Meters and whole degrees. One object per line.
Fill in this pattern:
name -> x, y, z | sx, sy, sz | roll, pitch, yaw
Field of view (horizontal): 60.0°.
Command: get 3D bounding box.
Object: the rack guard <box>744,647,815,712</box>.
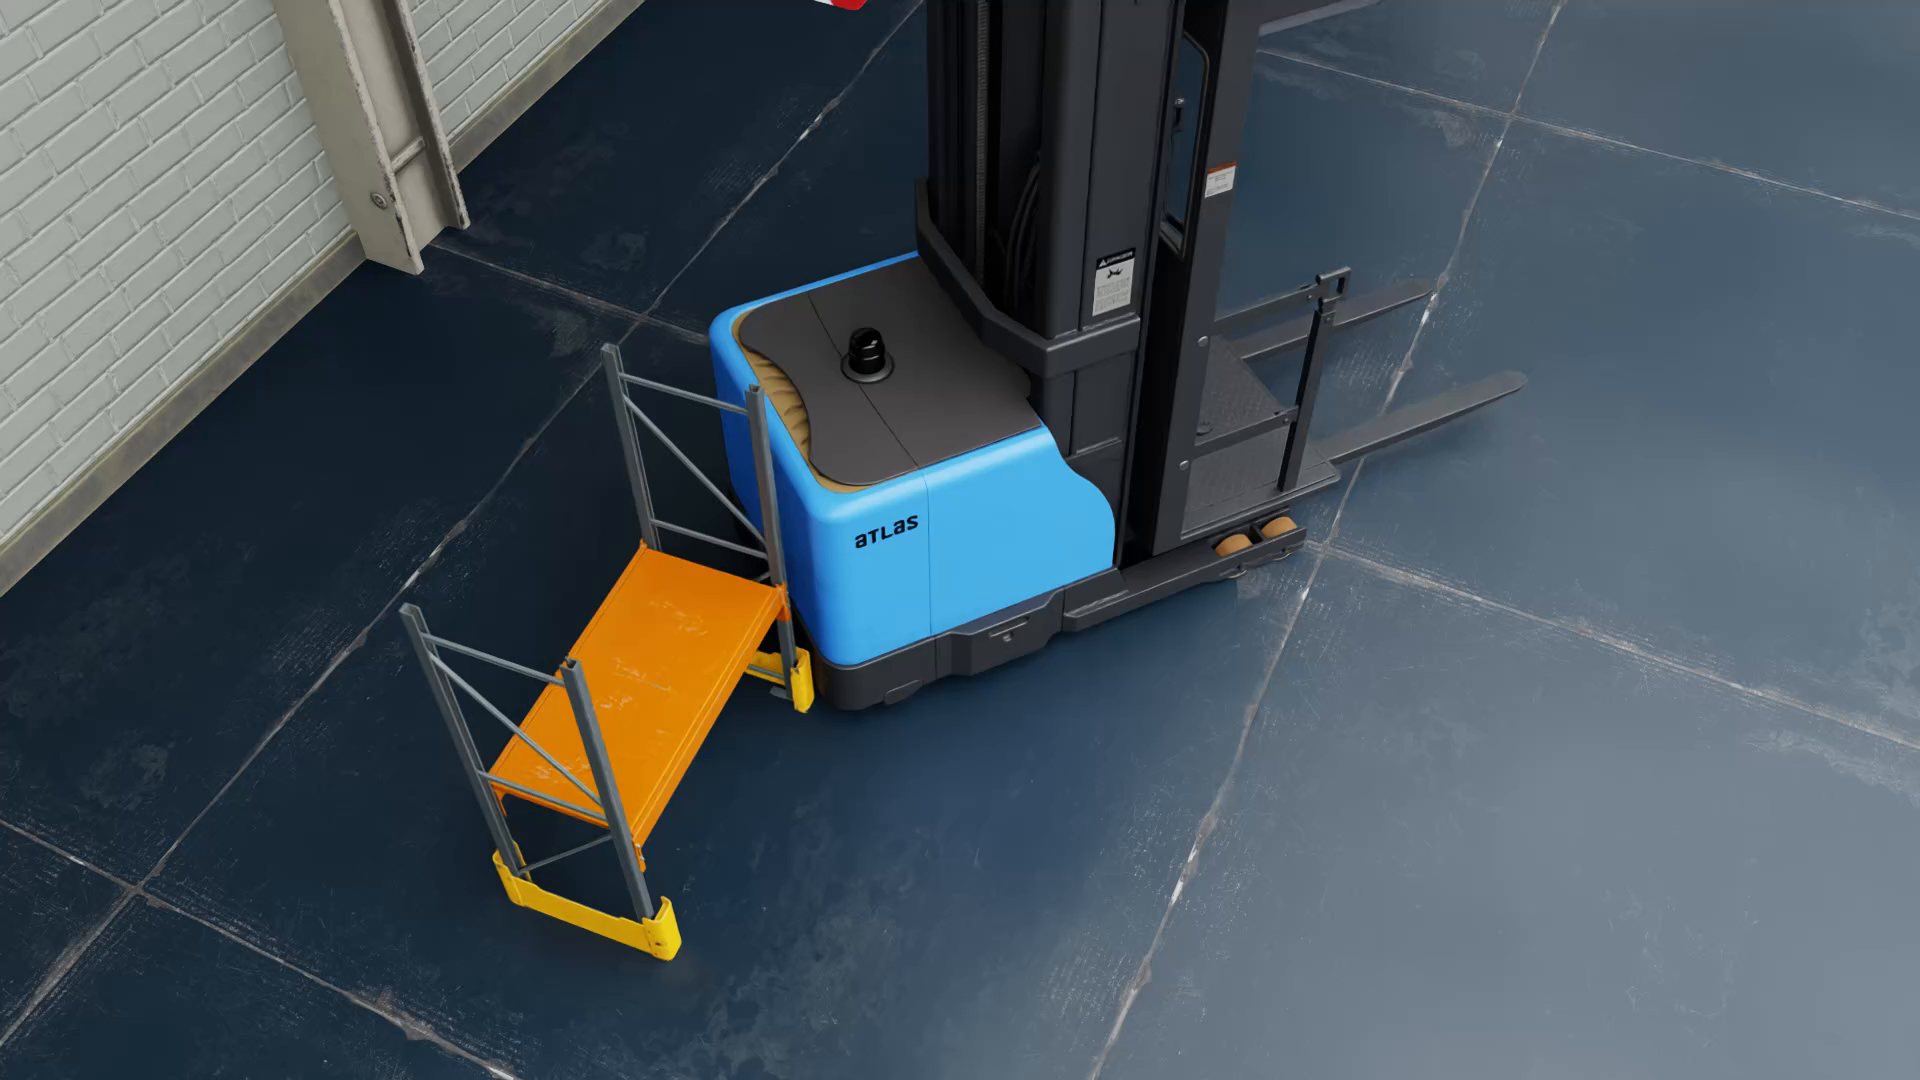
rack guard -> -0.789, 0.406, 5.740 | 0.587, 0.250, 0.087 | 17, 52, 14

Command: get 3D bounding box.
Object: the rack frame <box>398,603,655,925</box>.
rack frame -> -1.158, 0.722, 4.651 | 0.500, 1.500, 0.032 | 17, 52, 14

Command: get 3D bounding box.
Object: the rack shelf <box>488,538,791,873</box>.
rack shelf -> -0.973, 0.478, 5.095 | 0.538, 0.185, 1.000 | 17, 52, 14

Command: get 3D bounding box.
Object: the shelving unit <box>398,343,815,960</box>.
shelving unit -> -0.970, 0.355, 4.963 | 0.587, 1.500, 1.083 | 17, 52, 14

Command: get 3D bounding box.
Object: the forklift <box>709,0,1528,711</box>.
forklift -> 0.712, -1.155, 5.309 | 3.031, 2.935, 1.130 | -20, 53, -16

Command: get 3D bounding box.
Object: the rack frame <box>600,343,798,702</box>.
rack frame -> -0.788, 0.000, 5.265 | 0.500, 1.500, 0.032 | 17, 52, 14

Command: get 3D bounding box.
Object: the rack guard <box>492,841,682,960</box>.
rack guard -> -1.151, 1.113, 5.139 | 0.587, 0.250, 0.087 | 17, 52, 14

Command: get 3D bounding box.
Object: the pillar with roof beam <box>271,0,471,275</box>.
pillar with roof beam -> 1.478, -2.852, 2.768 | 9.100, 9.000, 0.400 | 20, 52, 16
